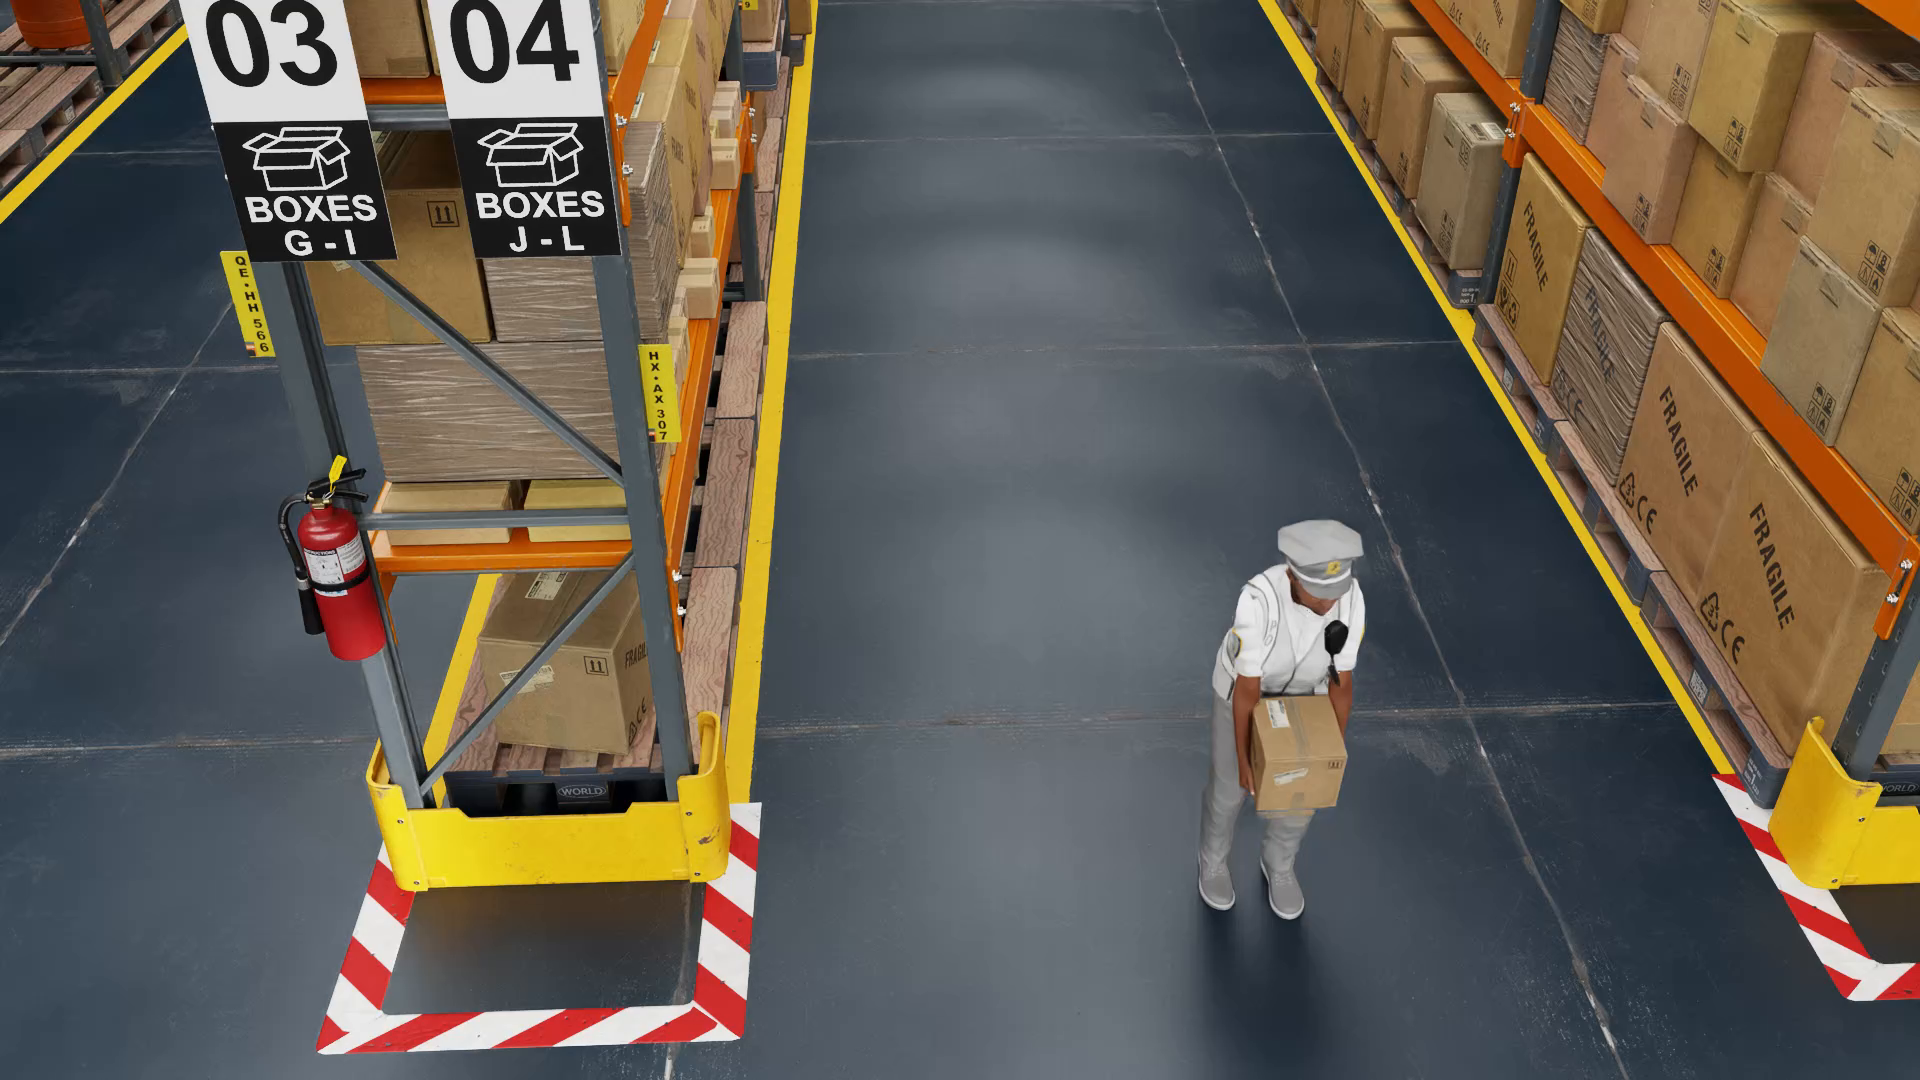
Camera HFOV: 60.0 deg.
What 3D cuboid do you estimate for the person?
[{"bbox_3d":[1.035,0.582,5.371,0.414,1.623,0.561,-2,36,-3],"label":"person"}]
